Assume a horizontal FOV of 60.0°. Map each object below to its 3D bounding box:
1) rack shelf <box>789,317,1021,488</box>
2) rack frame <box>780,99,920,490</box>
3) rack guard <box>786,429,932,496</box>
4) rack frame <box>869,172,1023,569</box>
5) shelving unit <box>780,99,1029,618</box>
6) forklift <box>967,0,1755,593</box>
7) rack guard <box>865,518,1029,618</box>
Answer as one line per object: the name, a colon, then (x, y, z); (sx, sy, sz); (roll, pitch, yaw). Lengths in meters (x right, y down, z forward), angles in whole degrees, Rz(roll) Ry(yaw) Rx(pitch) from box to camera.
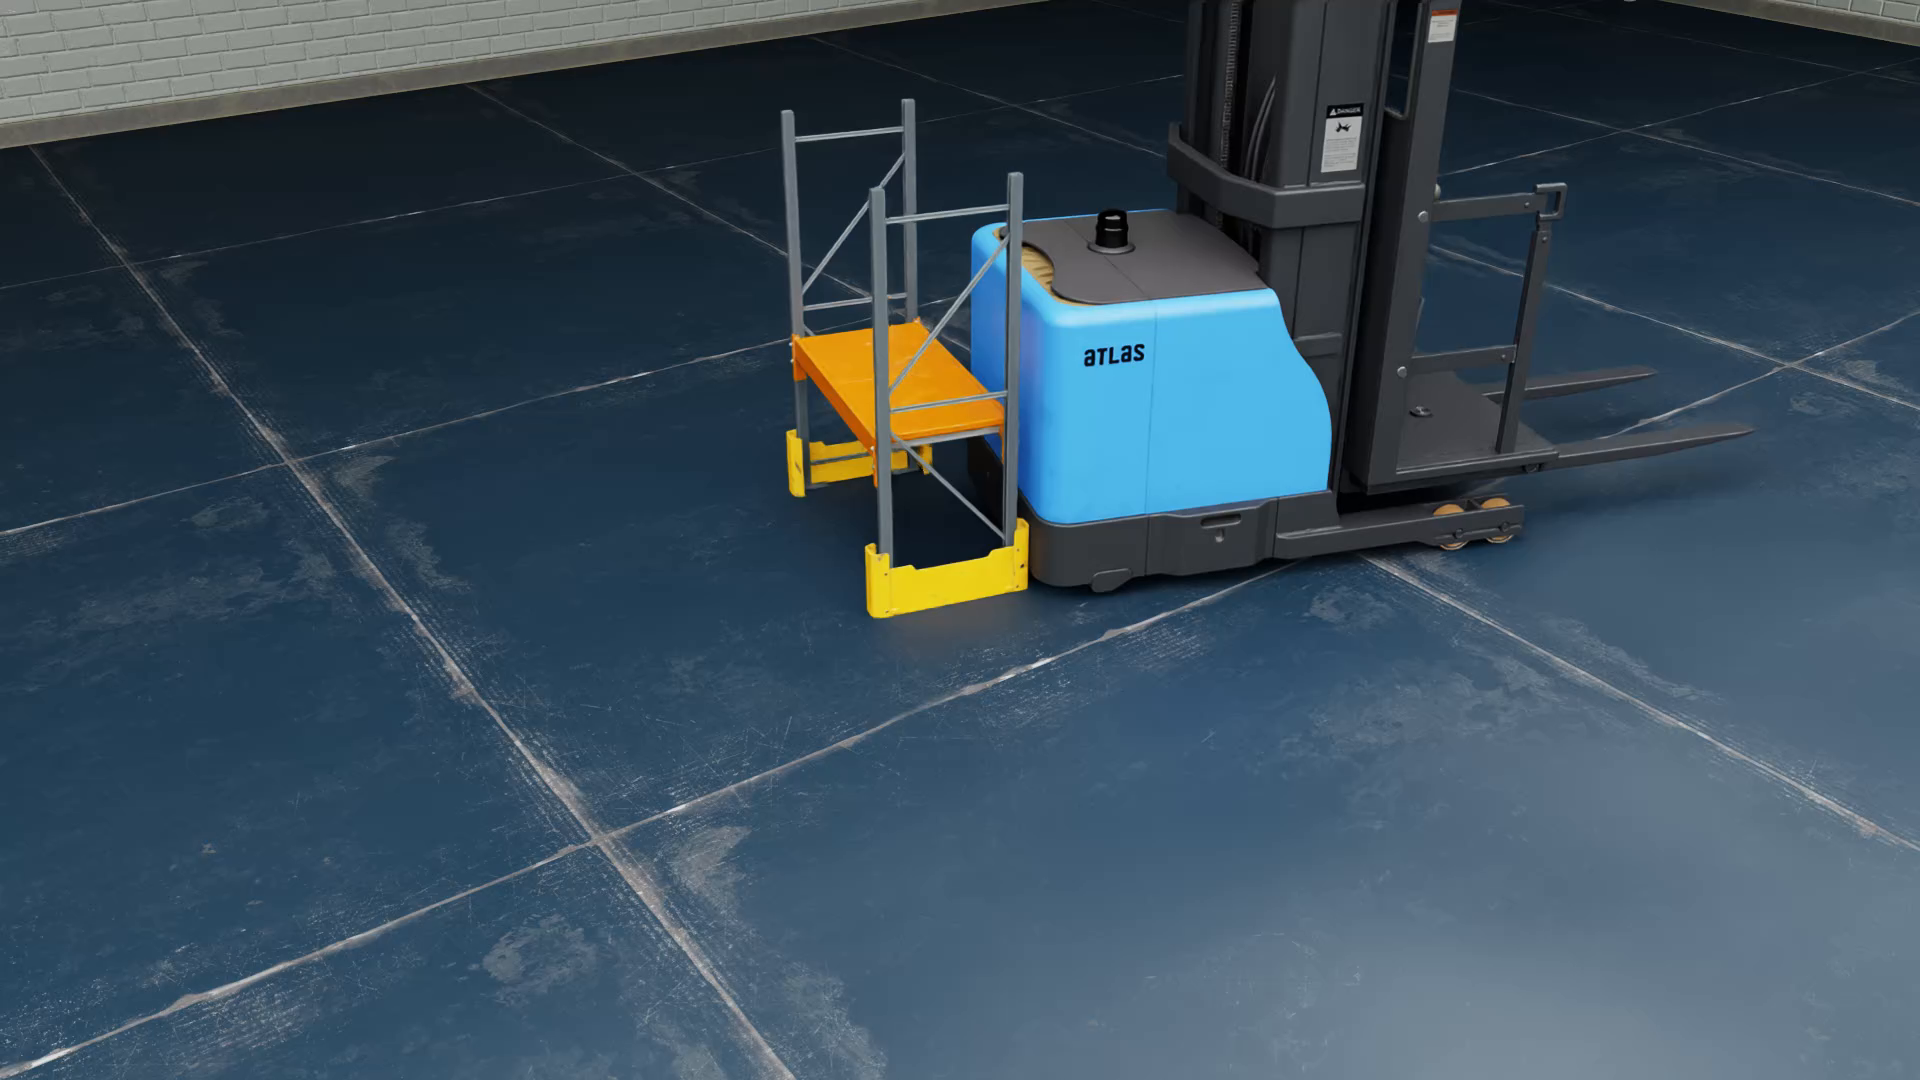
rack shelf: (-0.221, -0.521, 6.015); (0.538, 0.185, 1.000); (-10, 30, -18)
rack frame: (-0.403, -0.906, 6.347); (0.500, 1.500, 0.032); (-10, 30, -18)
rack guard: (-0.396, -0.348, 6.629); (0.587, 0.250, 0.087); (-10, 30, -18)
rack frame: (-0.040, -0.453, 5.512); (0.500, 1.500, 0.032); (-10, 30, -18)
shelving unit: (-0.218, -0.675, 5.922); (0.587, 1.500, 1.083); (-10, 30, -18)
forklift: (1.603, -1.485, 5.914); (3.031, 2.935, 1.130); (-8, 29, -14)
rack guard: (-0.040, 0.096, 5.811); (0.587, 0.250, 0.087); (-10, 30, -18)
